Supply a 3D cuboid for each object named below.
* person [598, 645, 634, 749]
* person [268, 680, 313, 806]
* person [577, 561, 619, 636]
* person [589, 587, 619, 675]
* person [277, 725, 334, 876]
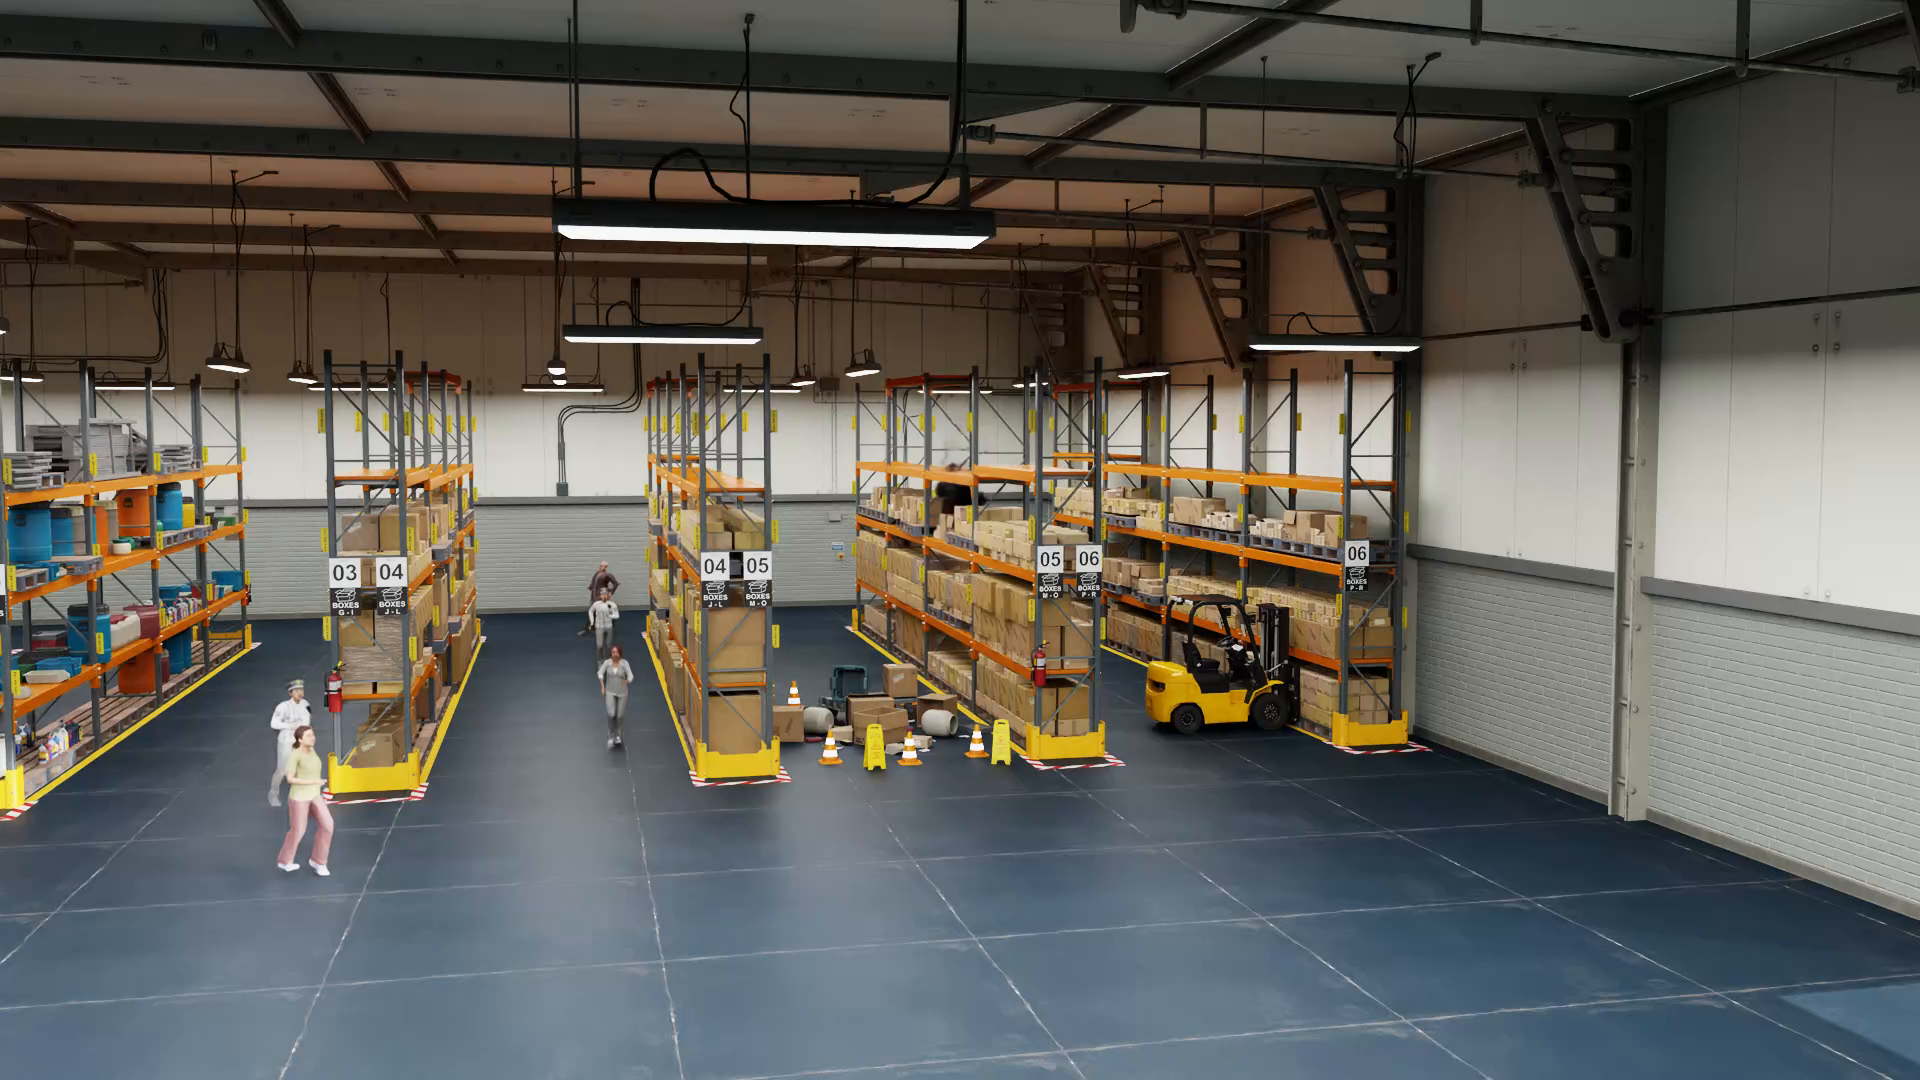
[{"bbox_3d":[-5.316,2.424,25.732,0.529,1.608,0.676,-1,4,-15],"label":"person"},{"bbox_3d":[-8.635,2.668,21.530,0.736,1.742,0.615,4,6,44],"label":"person"},{"bbox_3d":[-8.579,1.379,39.445,0.981,1.745,0.761,-4,5,-42],"label":"person"},{"bbox_3d":[-7.178,1.821,33.560,0.583,1.750,0.761,-1,4,-15],"label":"person"},{"bbox_3d":[-7.245,2.905,18.401,0.711,1.736,0.597,1,4,21],"label":"person"}]
